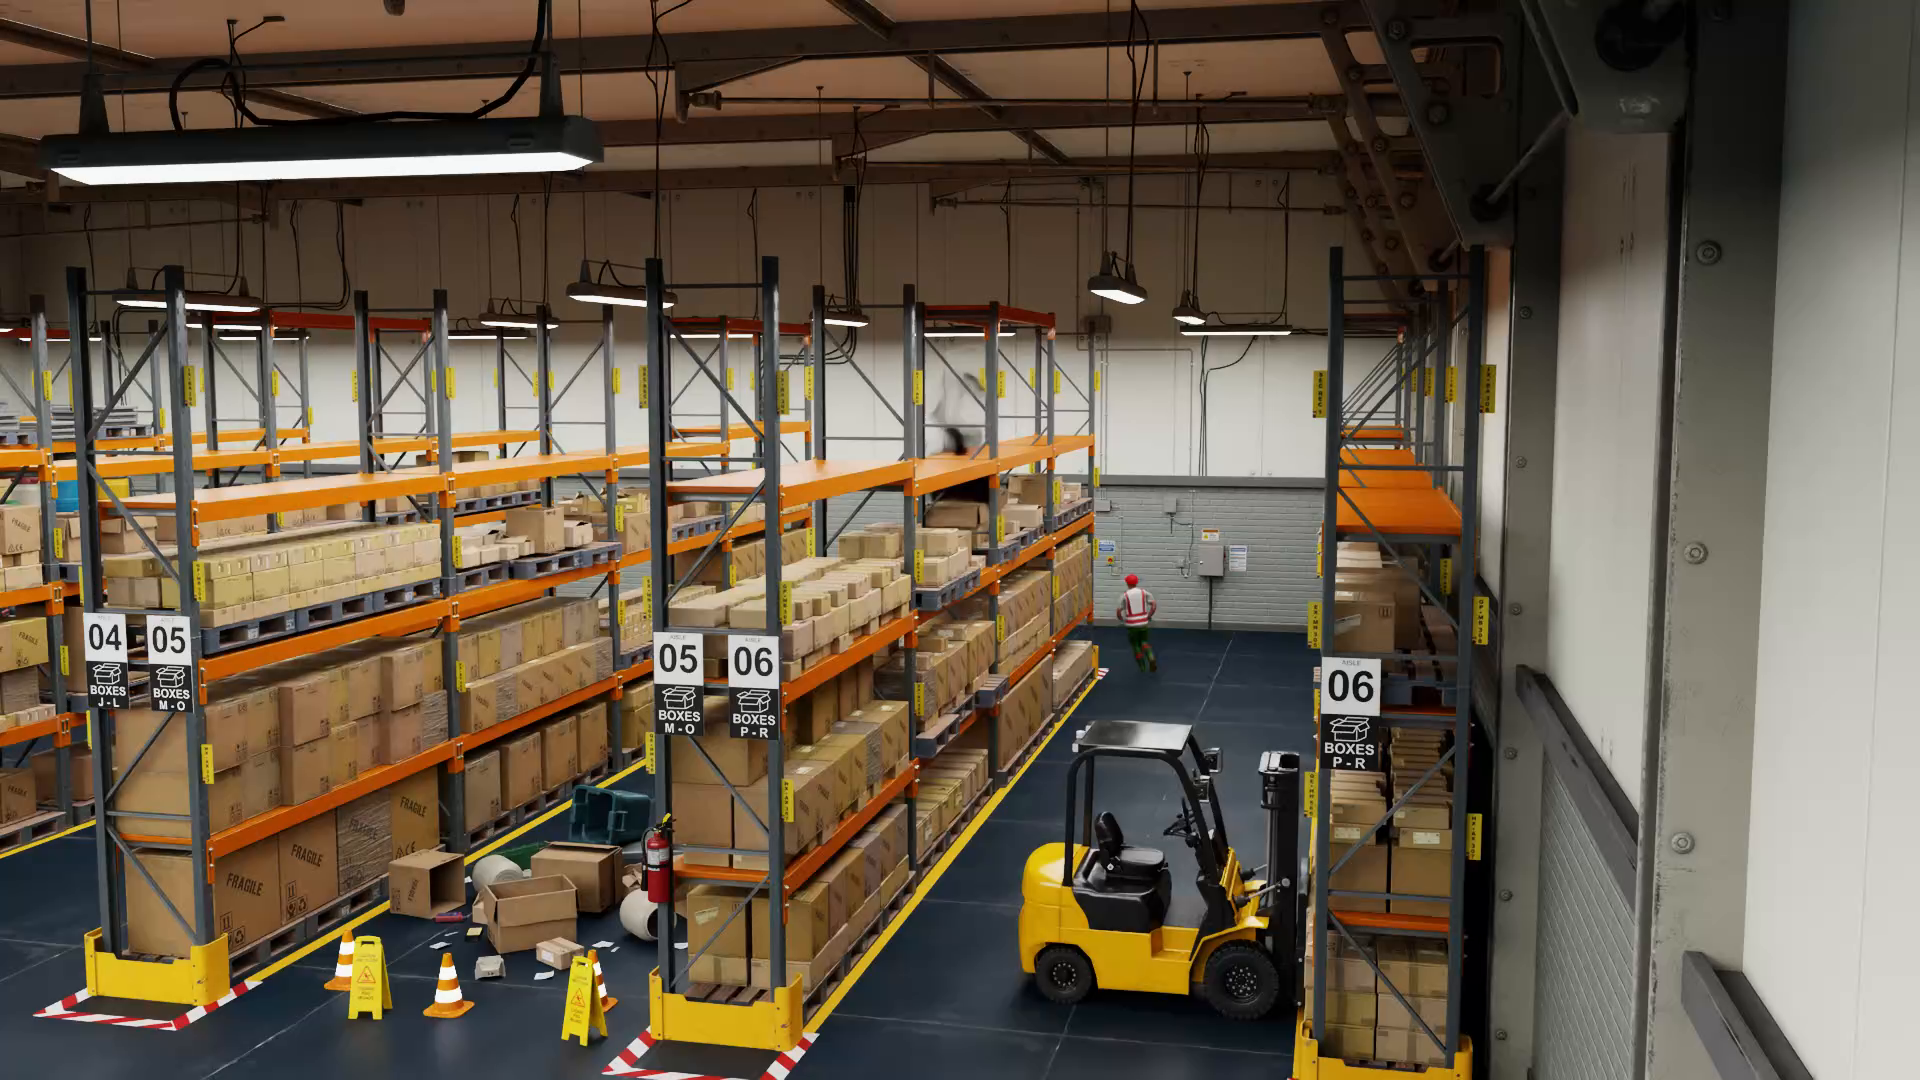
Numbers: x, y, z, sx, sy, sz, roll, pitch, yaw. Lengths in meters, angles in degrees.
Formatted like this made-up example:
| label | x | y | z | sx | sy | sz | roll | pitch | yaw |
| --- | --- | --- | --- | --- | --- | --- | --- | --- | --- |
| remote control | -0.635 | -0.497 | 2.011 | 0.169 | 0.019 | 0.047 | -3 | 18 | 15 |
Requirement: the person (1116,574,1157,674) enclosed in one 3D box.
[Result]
| label | x | y | z | sx | sy | sz | roll | pitch | yaw |
| --- | --- | --- | --- | --- | --- | --- | --- | --- | --- |
| person | 2.994 | 1.430 | 28.422 | 0.706 | 1.728 | 0.521 | -1 | 6 | -12 |
